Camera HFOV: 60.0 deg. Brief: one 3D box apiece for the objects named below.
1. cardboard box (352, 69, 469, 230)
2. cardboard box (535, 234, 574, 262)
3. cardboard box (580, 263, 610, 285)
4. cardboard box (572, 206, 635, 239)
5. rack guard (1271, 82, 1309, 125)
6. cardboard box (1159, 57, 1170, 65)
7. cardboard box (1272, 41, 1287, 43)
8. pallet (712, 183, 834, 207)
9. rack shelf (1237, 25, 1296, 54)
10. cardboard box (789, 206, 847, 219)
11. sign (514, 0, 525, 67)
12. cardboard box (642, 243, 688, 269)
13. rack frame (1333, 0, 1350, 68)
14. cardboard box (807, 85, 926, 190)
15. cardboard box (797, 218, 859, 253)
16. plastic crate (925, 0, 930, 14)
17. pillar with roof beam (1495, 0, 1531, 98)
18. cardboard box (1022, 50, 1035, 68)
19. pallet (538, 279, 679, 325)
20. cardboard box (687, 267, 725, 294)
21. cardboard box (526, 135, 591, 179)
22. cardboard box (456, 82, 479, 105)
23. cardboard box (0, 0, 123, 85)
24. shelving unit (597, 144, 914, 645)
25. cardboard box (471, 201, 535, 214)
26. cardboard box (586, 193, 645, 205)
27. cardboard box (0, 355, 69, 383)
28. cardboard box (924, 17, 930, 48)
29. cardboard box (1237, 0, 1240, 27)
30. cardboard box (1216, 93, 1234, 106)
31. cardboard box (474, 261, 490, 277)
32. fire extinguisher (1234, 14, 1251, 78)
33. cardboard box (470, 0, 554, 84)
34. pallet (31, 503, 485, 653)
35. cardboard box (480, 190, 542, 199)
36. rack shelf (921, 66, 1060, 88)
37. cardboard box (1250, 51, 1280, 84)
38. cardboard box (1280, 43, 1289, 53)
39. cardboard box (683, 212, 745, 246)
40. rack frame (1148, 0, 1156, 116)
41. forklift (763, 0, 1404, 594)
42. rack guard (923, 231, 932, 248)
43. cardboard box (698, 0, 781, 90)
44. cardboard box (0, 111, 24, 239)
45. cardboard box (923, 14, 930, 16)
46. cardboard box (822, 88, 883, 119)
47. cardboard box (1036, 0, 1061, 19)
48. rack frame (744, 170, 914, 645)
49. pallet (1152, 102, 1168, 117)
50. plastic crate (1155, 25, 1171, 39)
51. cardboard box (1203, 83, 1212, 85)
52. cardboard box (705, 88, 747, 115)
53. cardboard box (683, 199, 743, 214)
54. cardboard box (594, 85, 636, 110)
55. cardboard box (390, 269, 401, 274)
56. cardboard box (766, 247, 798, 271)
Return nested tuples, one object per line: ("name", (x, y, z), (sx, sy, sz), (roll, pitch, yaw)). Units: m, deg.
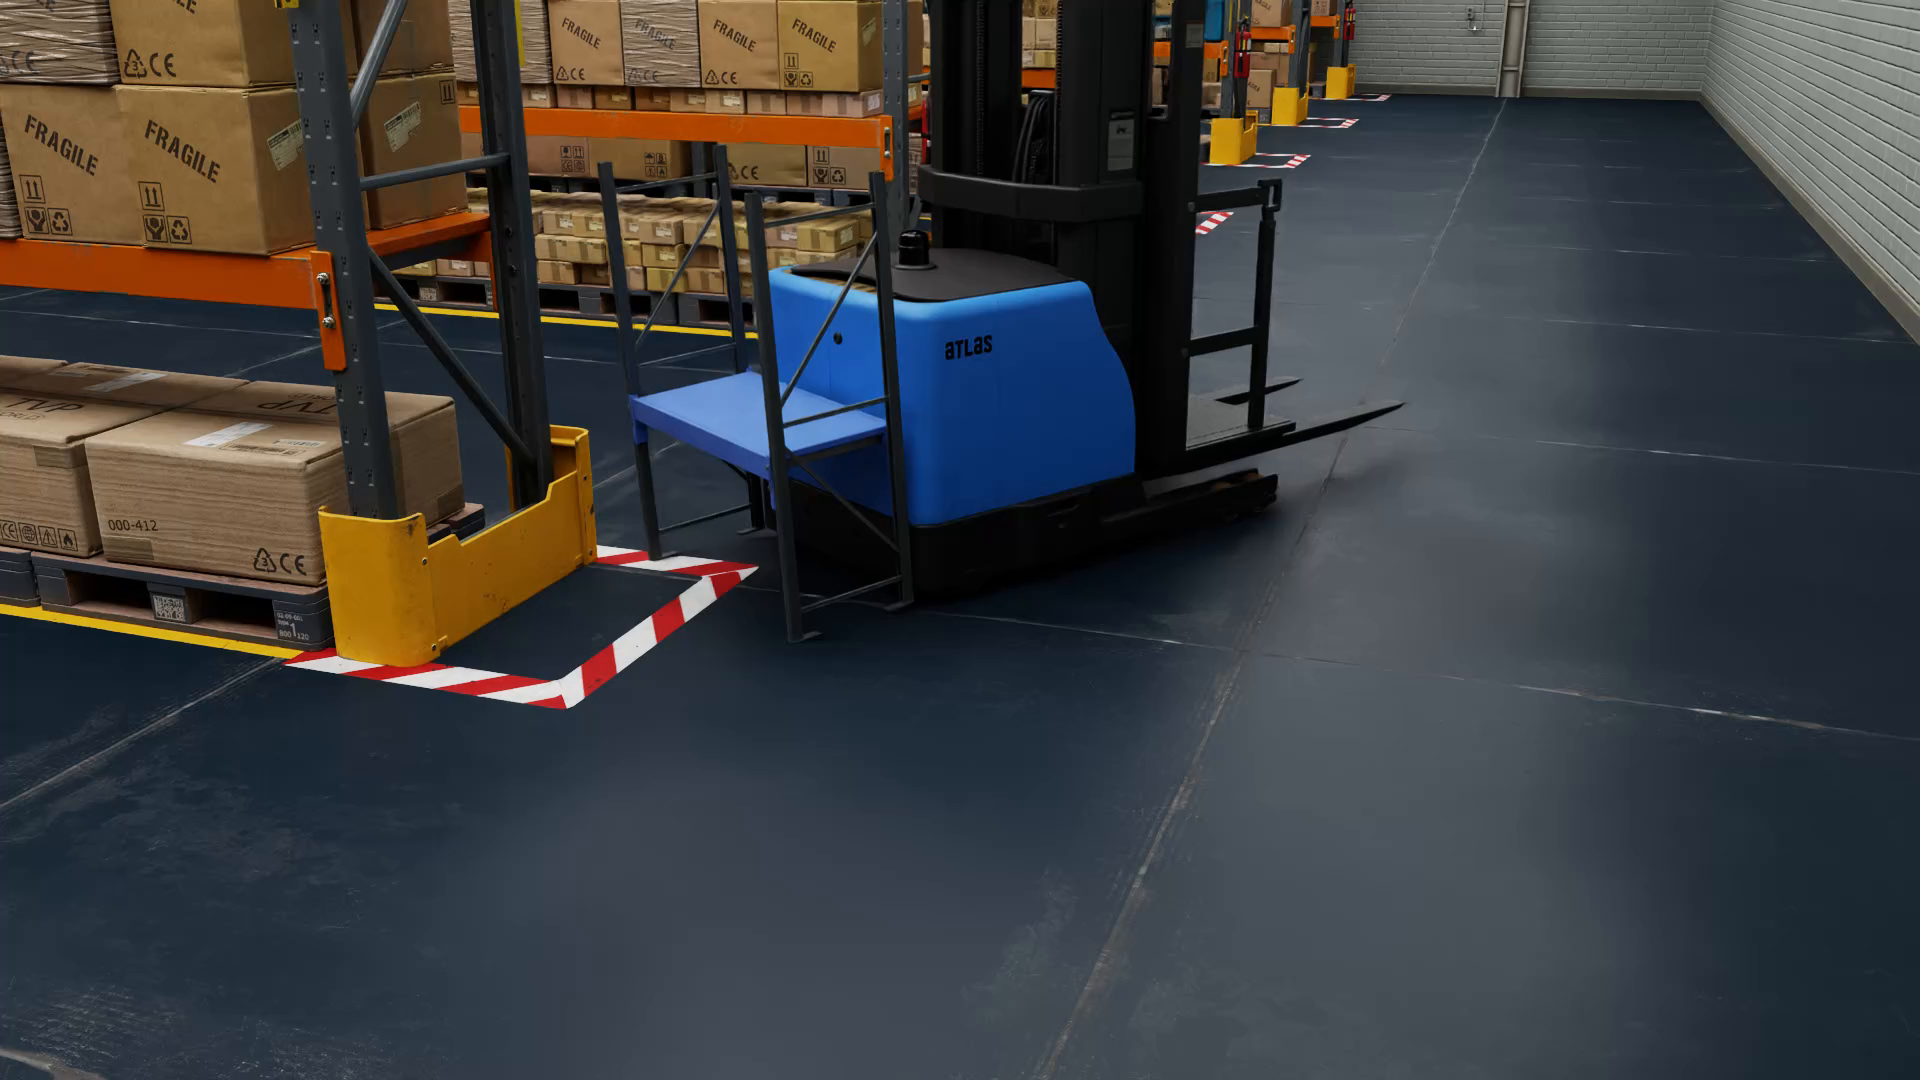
("cardboard box", (-2.108, -1.387, 5.846), (0.500, 0.500, 0.500), (6, 20, 18))
("cardboard box", (-2.526, -1.906, 10.729), (0.250, 0.149, 0.380), (6, 20, 18))
("cardboard box", (-2.247, -1.762, 10.766), (0.250, 0.149, 0.380), (7, 20, 20))
("cardboard box", (-2.273, -2.035, 10.648), (0.250, 0.149, 0.380), (7, 20, 18))
("rack guard", (4.686, -6.188, 23.568), (0.348, 0.500, 1.175), (7, 20, 18))
("cardboard box", (3.748, -8.182, 28.652), (0.500, 0.500, 0.700), (6, 20, 18))
("cardboard box", (5.391, -8.372, 28.211), (0.250, 0.149, 0.380), (7, 20, 18))
("pallet", (-1.582, -3.289, 15.690), (1.213, 0.211, 1.003), (7, 20, 18))
("rack shelf", (2.869, -7.236, 23.871), (4.000, 0.370, 1.077), (7, 20, 18))
("cardboard box", (-0.903, -2.036, 10.650), (0.250, 0.149, 0.380), (7, 20, 19))
("sign", (-1.561, -1.817, 5.796), (0.005, 0.325, 0.100), (7, 20, 18))
("cardboard box", (-1.797, -1.817, 10.473), (0.250, 0.149, 0.380), (7, 20, 19))
("rack frame", (6.380, -8.900, 27.552), (0.127, 3.000, 1.000), (7, 20, 18))
("cardboard box", (-0.827, -3.714, 15.263), (0.875, 0.875, 0.875), (7, 20, 18))
("cardboard box", (-0.803, -1.860, 10.145), (0.250, 0.149, 0.380), (7, 20, 19))
("plastic crate", (-0.096, -6.328, 20.107), (0.575, 0.384, 0.392), (7, 20, 18))
("pillar with roof beam", (7.802, -10.372, 22.660), (0.400, 9.000, 9.100), (7, 20, 18))
("cardboard box", (0.575, -4.153, 14.314), (0.250, 0.149, 0.380), (7, 20, 18))
("pallet", (-2.196, -1.671, 11.050), (1.213, 0.211, 1.003), (7, 20, 18))
("cardboard box", (-1.520, -1.667, 10.495), (0.250, 0.149, 0.380), (7, 20, 19))
("cardboard box", (-3.730, -4.066, 16.274), (0.875, 0.875, 1.225), (6, 20, 16))
("cardboard box", (-3.046, -2.881, 10.667), (0.250, 0.149, 0.380), (6, 20, 16))
("cardboard box", (-2.785, -1.743, 5.350), (0.500, 0.500, 0.500), (7, 20, 18))
("shelving unit", (-0.714, -0.548, 5.820), (0.538, 1.500, 1.048), (-18, 26, -33))
("cardboard box", (-2.991, -2.131, 10.922), (0.250, 0.149, 0.380), (6, 20, 17))
("cardboard box", (-2.320, -2.238, 11.230), (0.250, 0.149, 0.380), (6, 20, 16))
("cardboard box", (-4.123, -0.421, 6.483), (0.875, 0.438, 0.875), (6, 20, 16))
("cardboard box", (-0.001, -4.429, 14.502), (0.500, 0.250, 0.500), (6, 20, 16))
("cardboard box", (3.755, -7.426, 23.170), (0.500, 0.500, 0.500), (7, 20, 19))
("cardboard box", (3.811, -6.283, 23.681), (0.250, 0.166, 0.380), (7, 20, 18))
("cardboard box", (-3.000, -1.842, 10.998), (0.250, 0.149, 0.380), (6, 20, 17))
("fire extinguisher", (3.122, -5.450, 18.337), (0.183, 0.674, 0.296), (7, 20, 18))
("cardboard box", (-2.679, -3.120, 10.365), (0.500, 0.500, 0.500), (6, 20, 17))
("pallet", (-2.529, 0.056, 6.095), (1.213, 0.211, 1.003), (7, 20, 18))
("cardboard box", (-3.085, -2.316, 11.454), (0.250, 0.149, 0.380), (6, 20, 18))
("rack shelf", (-0.386, -4.156, 15.036), (4.000, 0.370, 1.077), (7, 20, 18))
("cardboard box", (5.214, -8.017, 28.177), (0.500, 0.500, 0.700), (6, 20, 18))
("cardboard box", (5.505, -8.226, 27.793), (0.250, 0.149, 0.380), (6, 20, 17))
("cardboard box", (-1.531, -1.941, 10.378), (0.250, 0.149, 0.380), (6, 20, 16))
("rack frame", (1.504, -4.280, 14.297), (0.127, 3.000, 1.000), (7, 20, 18))
("forklift", (0.688, -1.573, 6.637), (3.031, 2.935, 1.130), (-15, 24, -37))
("rack guard", (-0.291, -1.577, 10.340), (0.348, 0.500, 1.175), (7, 20, 18))
("cardboard box", (-1.213, -2.962, 9.913), (0.500, 0.500, 0.500), (6, 20, 17))
("cardboard box", (-3.249, -1.327, 5.674), (0.500, 0.500, 0.500), (7, 20, 20))
("cardboard box", (-0.322, -4.650, 15.134), (0.500, 0.250, 0.500), (6, 20, 17))
("cardboard box", (-0.620, -2.577, 9.795), (0.250, 0.149, 0.380), (7, 20, 18))
("cardboard box", (0.957, -4.675, 14.066), (0.500, 0.500, 0.500), (7, 20, 19))
("rack frame", (-0.408, -0.415, 5.437), (0.500, 1.500, 0.032), (-18, 26, -33))
("pallet", (2.784, -6.269, 24.241), (1.213, 0.211, 1.003), (7, 20, 18))
("plastic crate", (2.299, -5.756, 18.840), (0.243, 0.136, 0.396), (7, 20, 18))
("cardboard box", (3.393, -6.524, 24.244), (0.500, 0.250, 0.500), (7, 20, 18))
("cardboard box", (-1.333, -2.659, 10.028), (0.250, 0.149, 0.380), (7, 20, 20))
("cardboard box", (-1.619, -2.137, 10.940), (0.250, 0.149, 0.380), (7, 21, 20))
("cardboard box", (-2.064, -2.767, 10.340), (0.250, 0.149, 0.380), (7, 20, 19))
("cardboard box", (-3.759, -1.894, 11.145), (0.250, 0.149, 0.380), (6, 20, 16))
("cardboard box", (-1.041, -1.755, 10.294), (0.250, 0.149, 0.380), (6, 20, 17))
